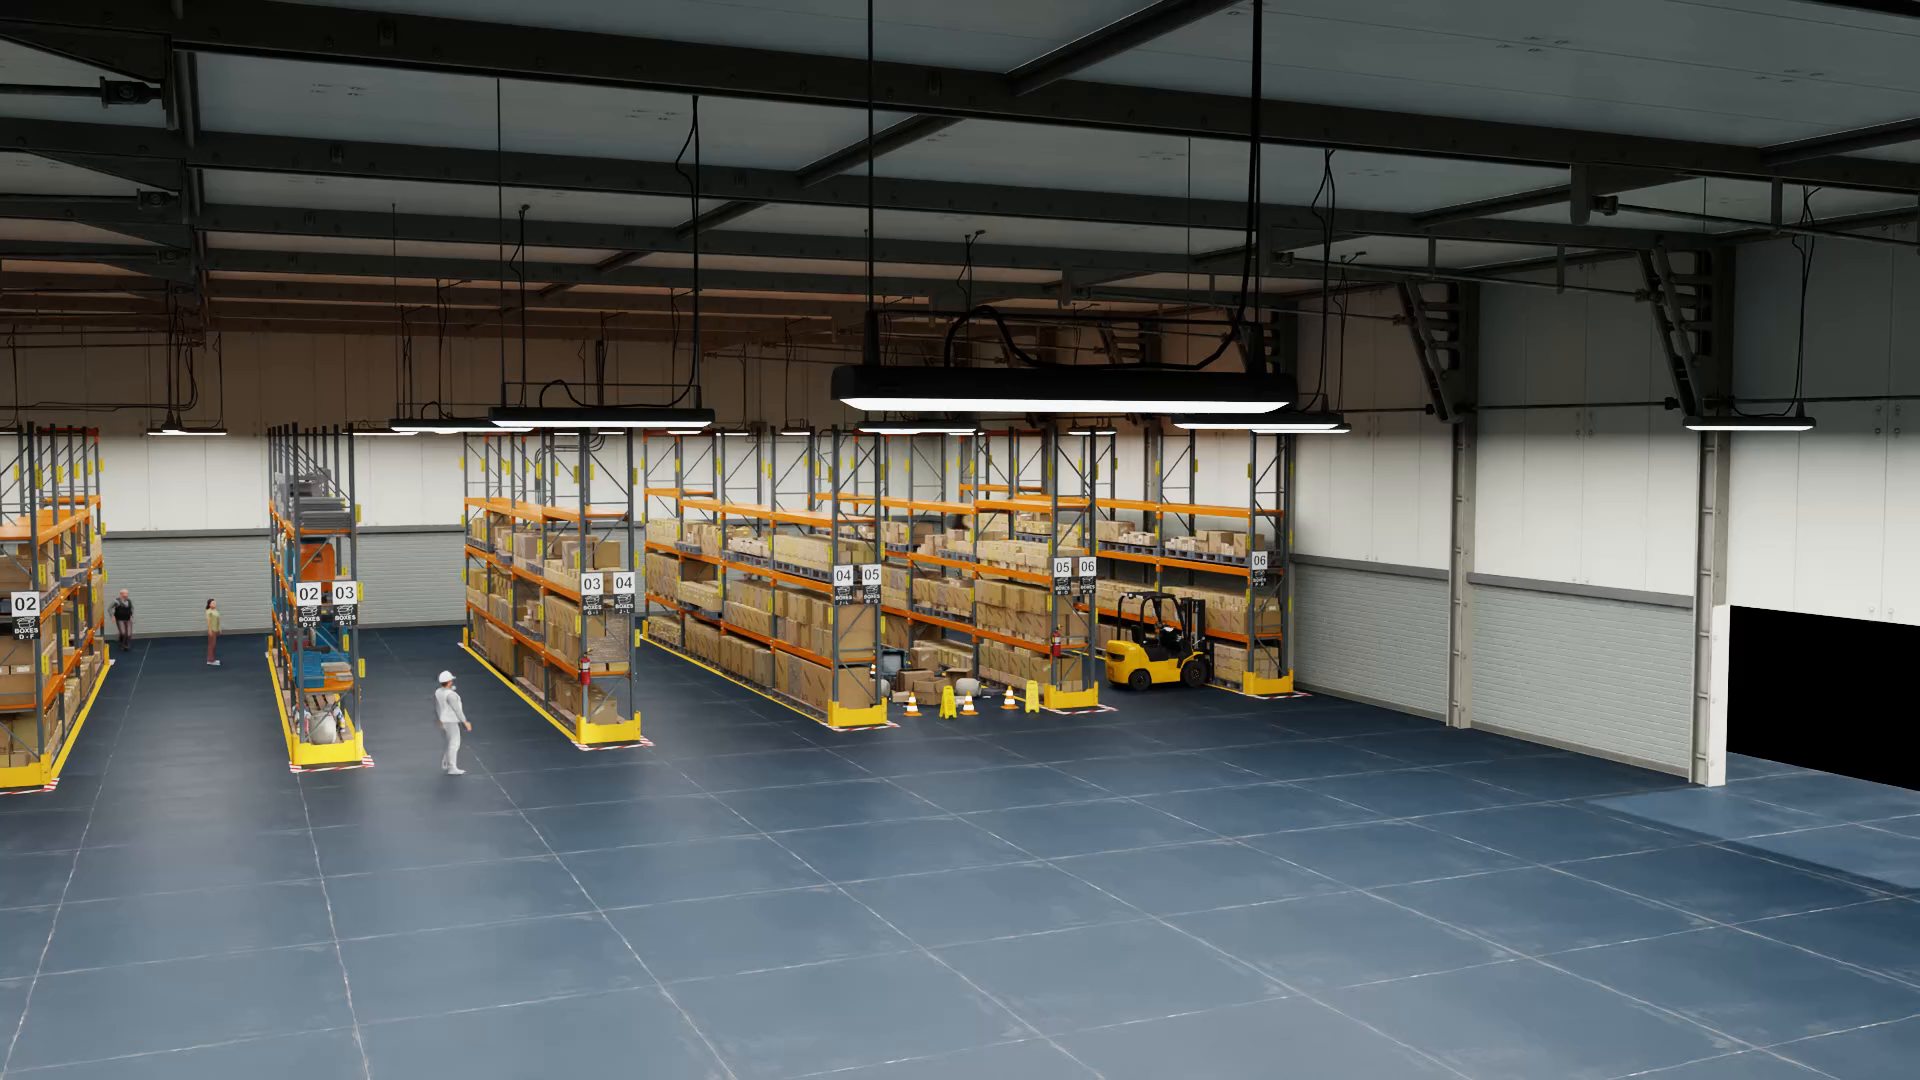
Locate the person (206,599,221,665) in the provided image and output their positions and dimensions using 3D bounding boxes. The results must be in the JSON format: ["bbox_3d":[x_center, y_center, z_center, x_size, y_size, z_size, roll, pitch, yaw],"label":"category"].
[{"bbox_3d":[-18.934,2.332,42.152,0.350,1.701,0.466,-1,4,-15],"label":"person"}]

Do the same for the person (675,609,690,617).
[{"bbox_3d":[-8.172,1.872,49.181,0.612,1.782,0.435,2,4,28],"label":"person"}]

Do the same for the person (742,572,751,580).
[{"bbox_3d":[-6.654,1.752,51.788,0.856,1.569,0.386,-3,5,-44],"label":"person"}]

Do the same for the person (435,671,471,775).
[{"bbox_3d":[-8.653,3.128,28.392,0.560,1.808,0.618,-1,4,-21],"label":"person"}]

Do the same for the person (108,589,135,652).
[{"bbox_3d":[-22.432,2.171,44.558,0.669,1.689,0.509,-3,5,-39],"label":"person"}]
